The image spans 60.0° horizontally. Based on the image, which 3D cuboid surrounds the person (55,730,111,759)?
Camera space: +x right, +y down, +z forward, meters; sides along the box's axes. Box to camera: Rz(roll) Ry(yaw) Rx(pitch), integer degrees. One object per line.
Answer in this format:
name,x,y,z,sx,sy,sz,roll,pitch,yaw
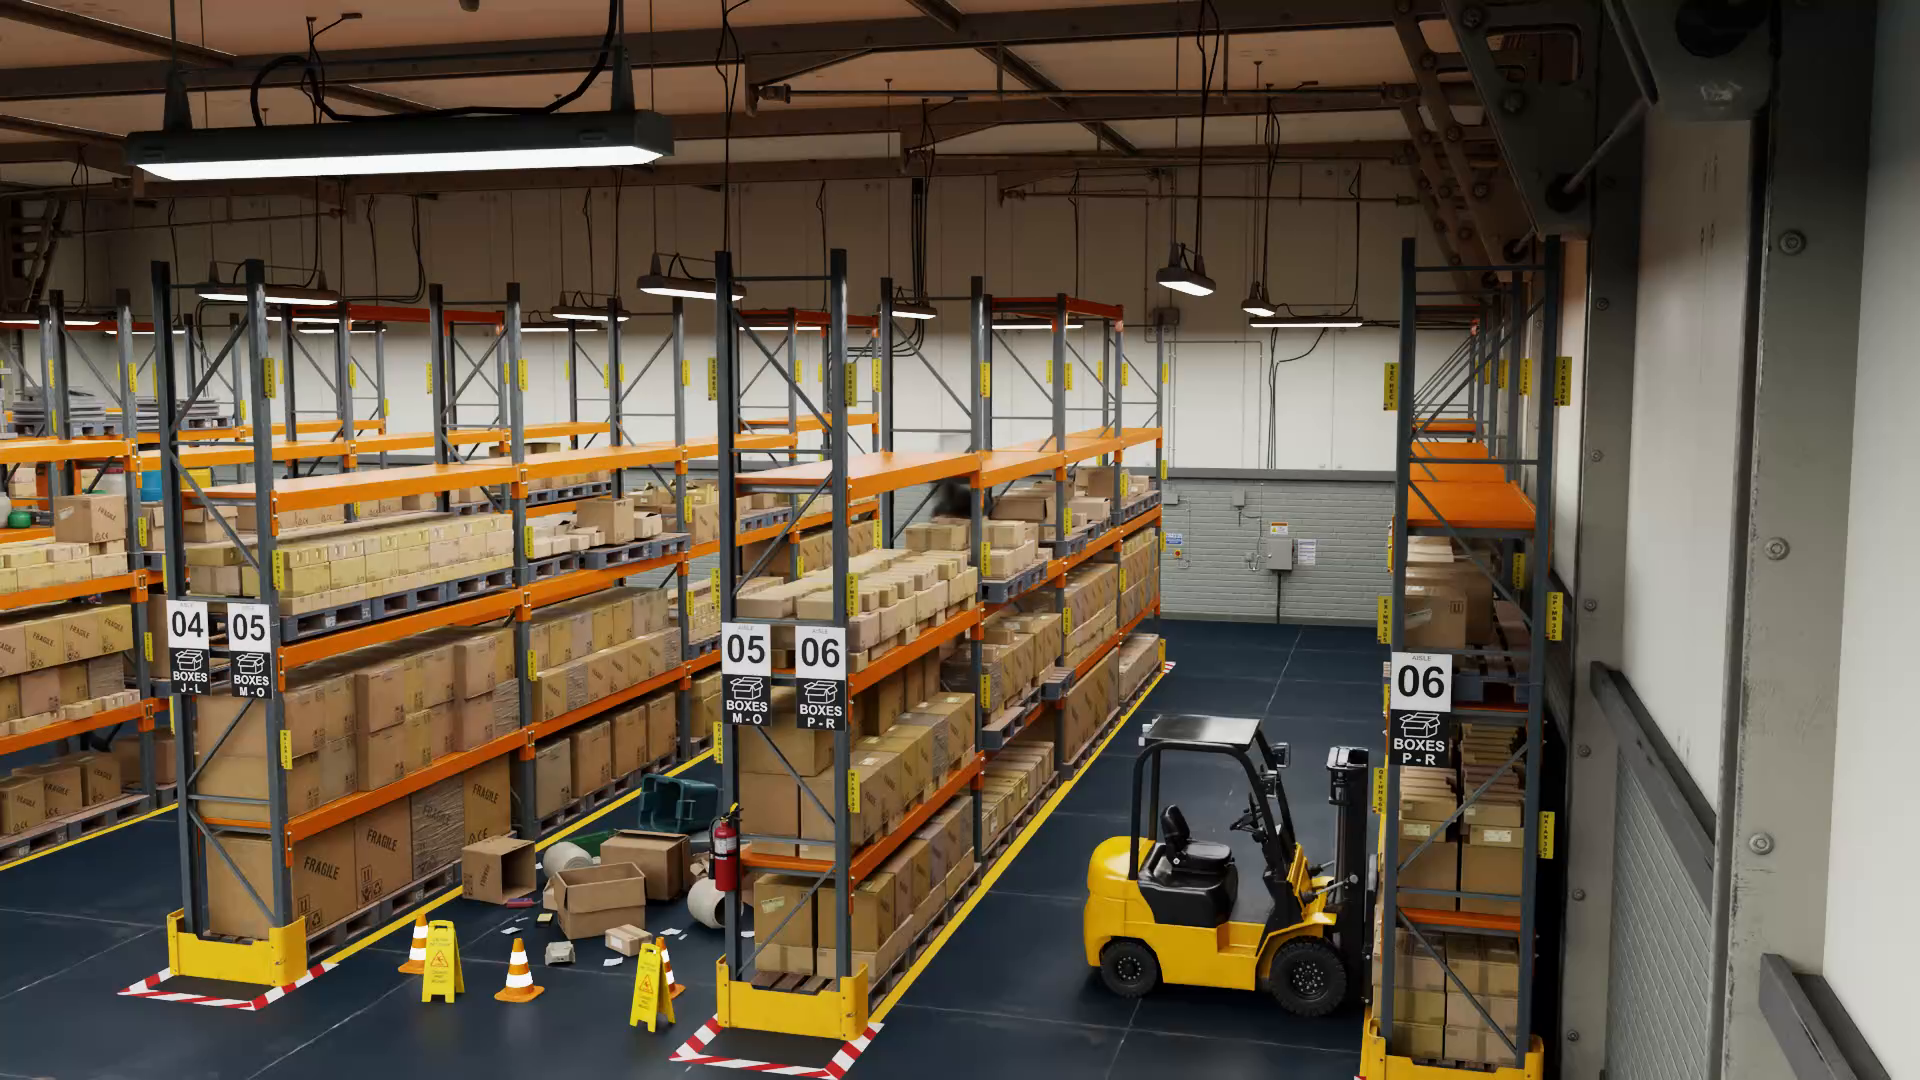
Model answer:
person,-11.063,2.125,20.794,0.574,1.644,0.941,1,6,10
